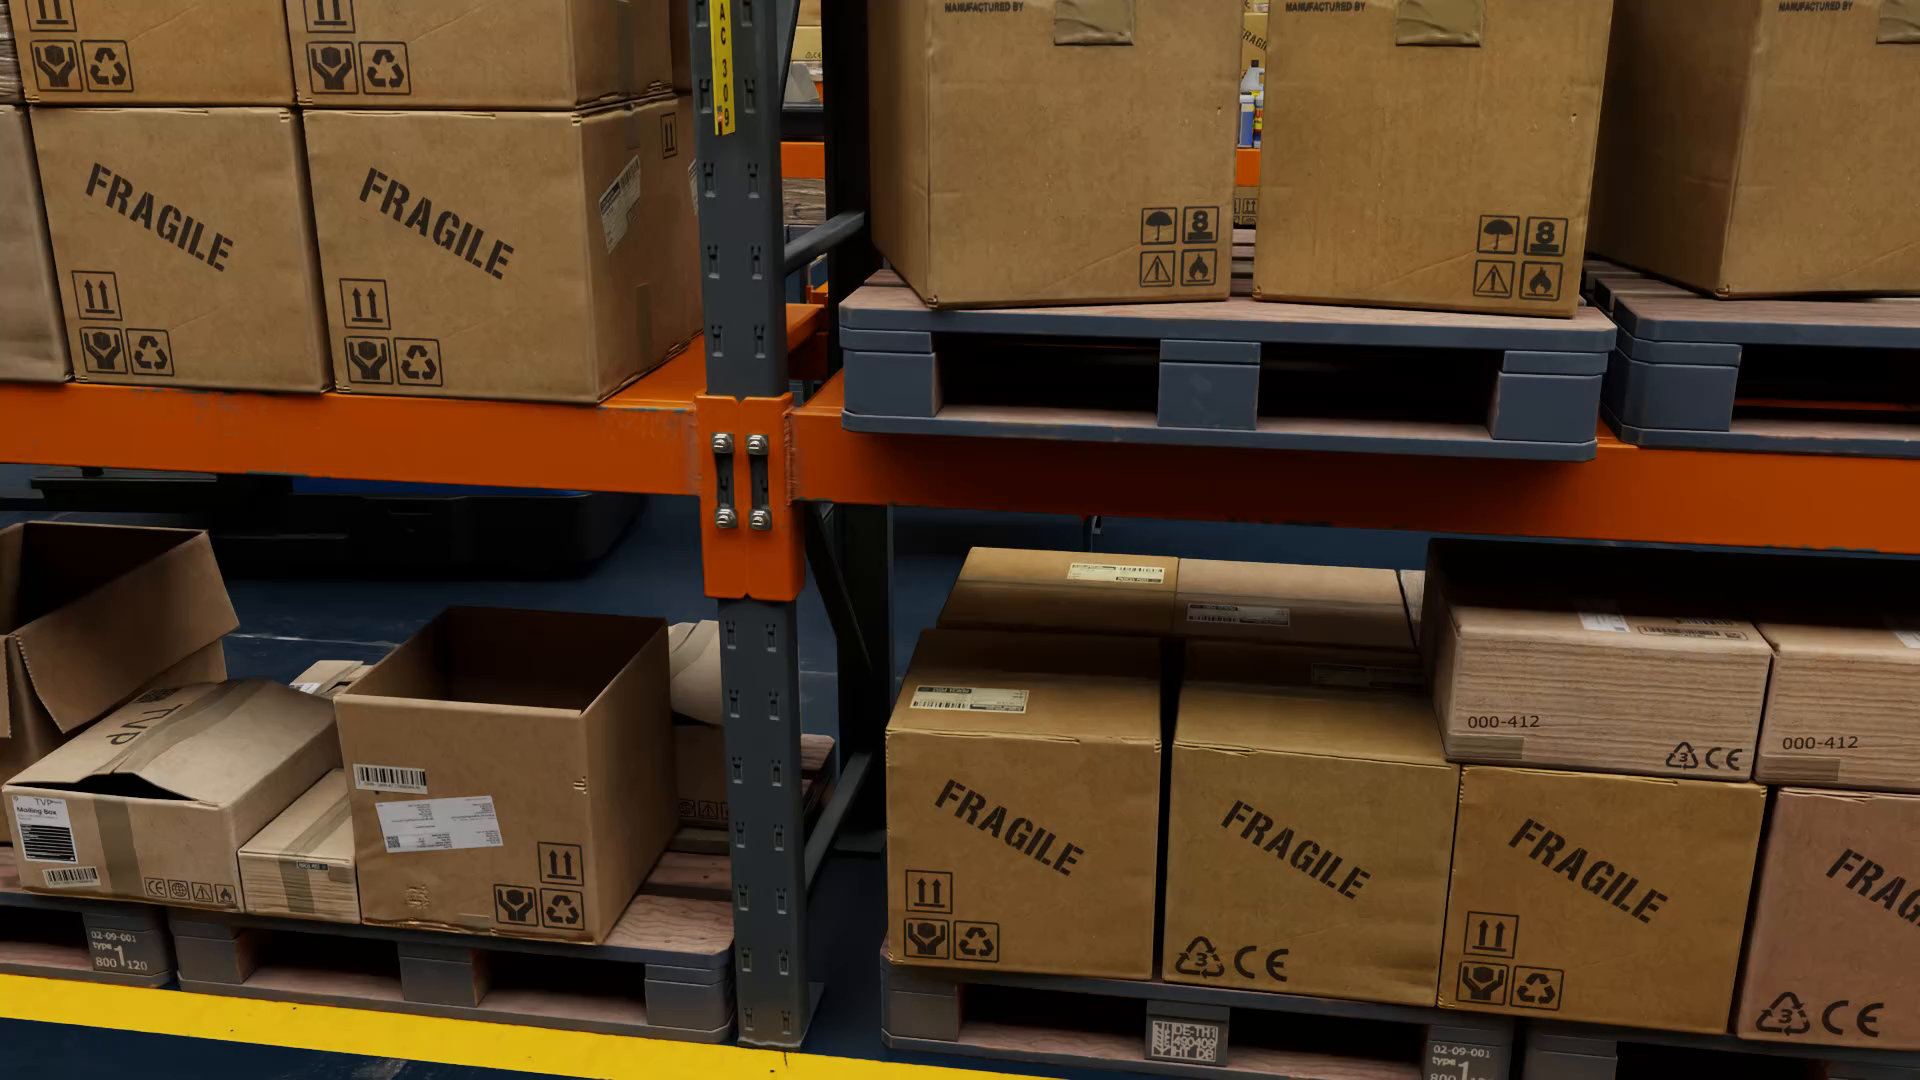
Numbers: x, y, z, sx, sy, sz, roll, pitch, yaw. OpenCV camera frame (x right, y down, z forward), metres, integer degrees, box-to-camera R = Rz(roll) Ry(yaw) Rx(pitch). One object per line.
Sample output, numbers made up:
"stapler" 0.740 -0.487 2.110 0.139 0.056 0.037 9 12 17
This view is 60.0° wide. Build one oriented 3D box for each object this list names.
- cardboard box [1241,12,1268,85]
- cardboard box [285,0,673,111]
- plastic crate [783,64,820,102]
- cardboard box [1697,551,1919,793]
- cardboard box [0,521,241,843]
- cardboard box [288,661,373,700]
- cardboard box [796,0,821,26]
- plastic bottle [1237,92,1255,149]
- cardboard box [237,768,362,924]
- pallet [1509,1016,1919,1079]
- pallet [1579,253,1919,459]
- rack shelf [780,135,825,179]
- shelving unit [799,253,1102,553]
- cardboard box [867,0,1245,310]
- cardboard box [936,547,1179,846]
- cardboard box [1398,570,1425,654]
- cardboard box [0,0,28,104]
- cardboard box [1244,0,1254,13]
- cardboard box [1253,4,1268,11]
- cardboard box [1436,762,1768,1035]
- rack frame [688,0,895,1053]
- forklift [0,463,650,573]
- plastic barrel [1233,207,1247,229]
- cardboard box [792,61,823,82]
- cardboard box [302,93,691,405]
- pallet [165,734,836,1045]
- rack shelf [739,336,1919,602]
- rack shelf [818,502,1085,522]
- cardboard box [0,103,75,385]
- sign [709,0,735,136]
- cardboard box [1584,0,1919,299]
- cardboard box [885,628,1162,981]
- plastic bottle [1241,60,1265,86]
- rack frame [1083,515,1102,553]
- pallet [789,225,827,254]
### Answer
"cardboard box" 2.187 -3.595 12.161 0.500 0.500 0.500 3 19 9
"cardboard box" -0.840 -1.036 2.939 0.500 0.500 0.500 3 19 9
"plastic crate" -0.988 -2.229 8.329 0.530 0.282 0.437 3 19 9
"cardboard box" 1.622 0.227 2.962 0.500 0.250 0.500 3 19 8
"cardboard box" -2.155 0.312 3.884 0.637 0.503 0.797 3 19 9
"cardboard box" -1.535 0.435 4.046 0.250 0.166 0.380 3 19 9
"cardboard box" -1.236 -4.142 12.542 0.500 0.500 0.500 2 19 7
"plastic bottle" 1.248 -1.902 7.456 0.135 0.276 0.152 3 19 9
"cardboard box" -1.286 0.633 3.483 0.250 0.149 0.380 3 19 9
"pallet" 1.718 0.842 3.454 1.213 0.211 1.003 3 19 9
"pallet" 1.729 -0.374 2.997 1.213 0.211 1.003 3 19 9
"rack shelf" -1.484 -1.881 8.333 4.000 0.370 1.077 3 19 9
"shelving unit" -0.007 -0.534 6.126 1.048 1.125 0.538 3 19 9
"cardboard box" 0.133 -0.723 2.917 0.500 0.500 0.700 -3 19 -10
"cardboard box" 0.234 0.342 3.801 0.500 0.500 0.500 3 19 8
"cardboard box" 1.215 0.394 3.643 0.500 0.500 0.500 3 19 9
"cardboard box" -1.843 -1.087 3.090 0.500 0.500 0.500 3 19 9
"cardboard box" 1.908 -4.167 12.292 0.637 0.503 0.797 2 19 7
"cardboard box" 2.989 -5.254 16.545 0.250 0.149 0.380 3 19 10
"cardboard box" 1.160 0.558 3.154 0.500 0.500 0.500 3 19 9
"rack frame" -0.299 -0.570 3.280 0.127 3.000 1.000 3 19 9
"forklift" -2.760 -1.428 5.952 3.031 2.935 1.130 1 19 2
"plastic barrel" 1.025 -1.293 8.086 0.708 0.901 0.600 3 19 9
"cardboard box" -1.106 -3.571 12.643 0.250 0.149 0.380 3 19 8
"cardboard box" -0.833 -0.562 3.099 0.500 0.500 0.500 3 19 10
"pallet" -0.977 0.717 3.827 1.213 0.211 1.003 3 19 9
"rack shelf" 1.676 -0.128 3.093 4.000 0.370 1.077 3 19 9
"rack shelf" -0.007 -0.302 6.203 1.000 0.278 0.538 3 19 9
"cardboard box" -1.850 -0.613 3.251 0.500 0.500 0.500 3 19 10
"sign" -0.378 -0.810 2.634 0.005 0.325 0.100 3 19 9
"cardboard box" 1.455 -0.747 2.990 0.500 0.500 0.700 -2 19 -5
"cardboard box" 0.140 0.507 3.306 0.500 0.500 0.500 2 19 6
"plastic bottle" 1.450 -2.155 8.093 0.185 0.351 0.144 3 19 9
"rack frame" 0.495 -0.508 6.049 0.032 1.125 0.500 3 19 9
"pallet" -0.671 -2.475 13.366 1.213 0.211 1.003 3 19 9
